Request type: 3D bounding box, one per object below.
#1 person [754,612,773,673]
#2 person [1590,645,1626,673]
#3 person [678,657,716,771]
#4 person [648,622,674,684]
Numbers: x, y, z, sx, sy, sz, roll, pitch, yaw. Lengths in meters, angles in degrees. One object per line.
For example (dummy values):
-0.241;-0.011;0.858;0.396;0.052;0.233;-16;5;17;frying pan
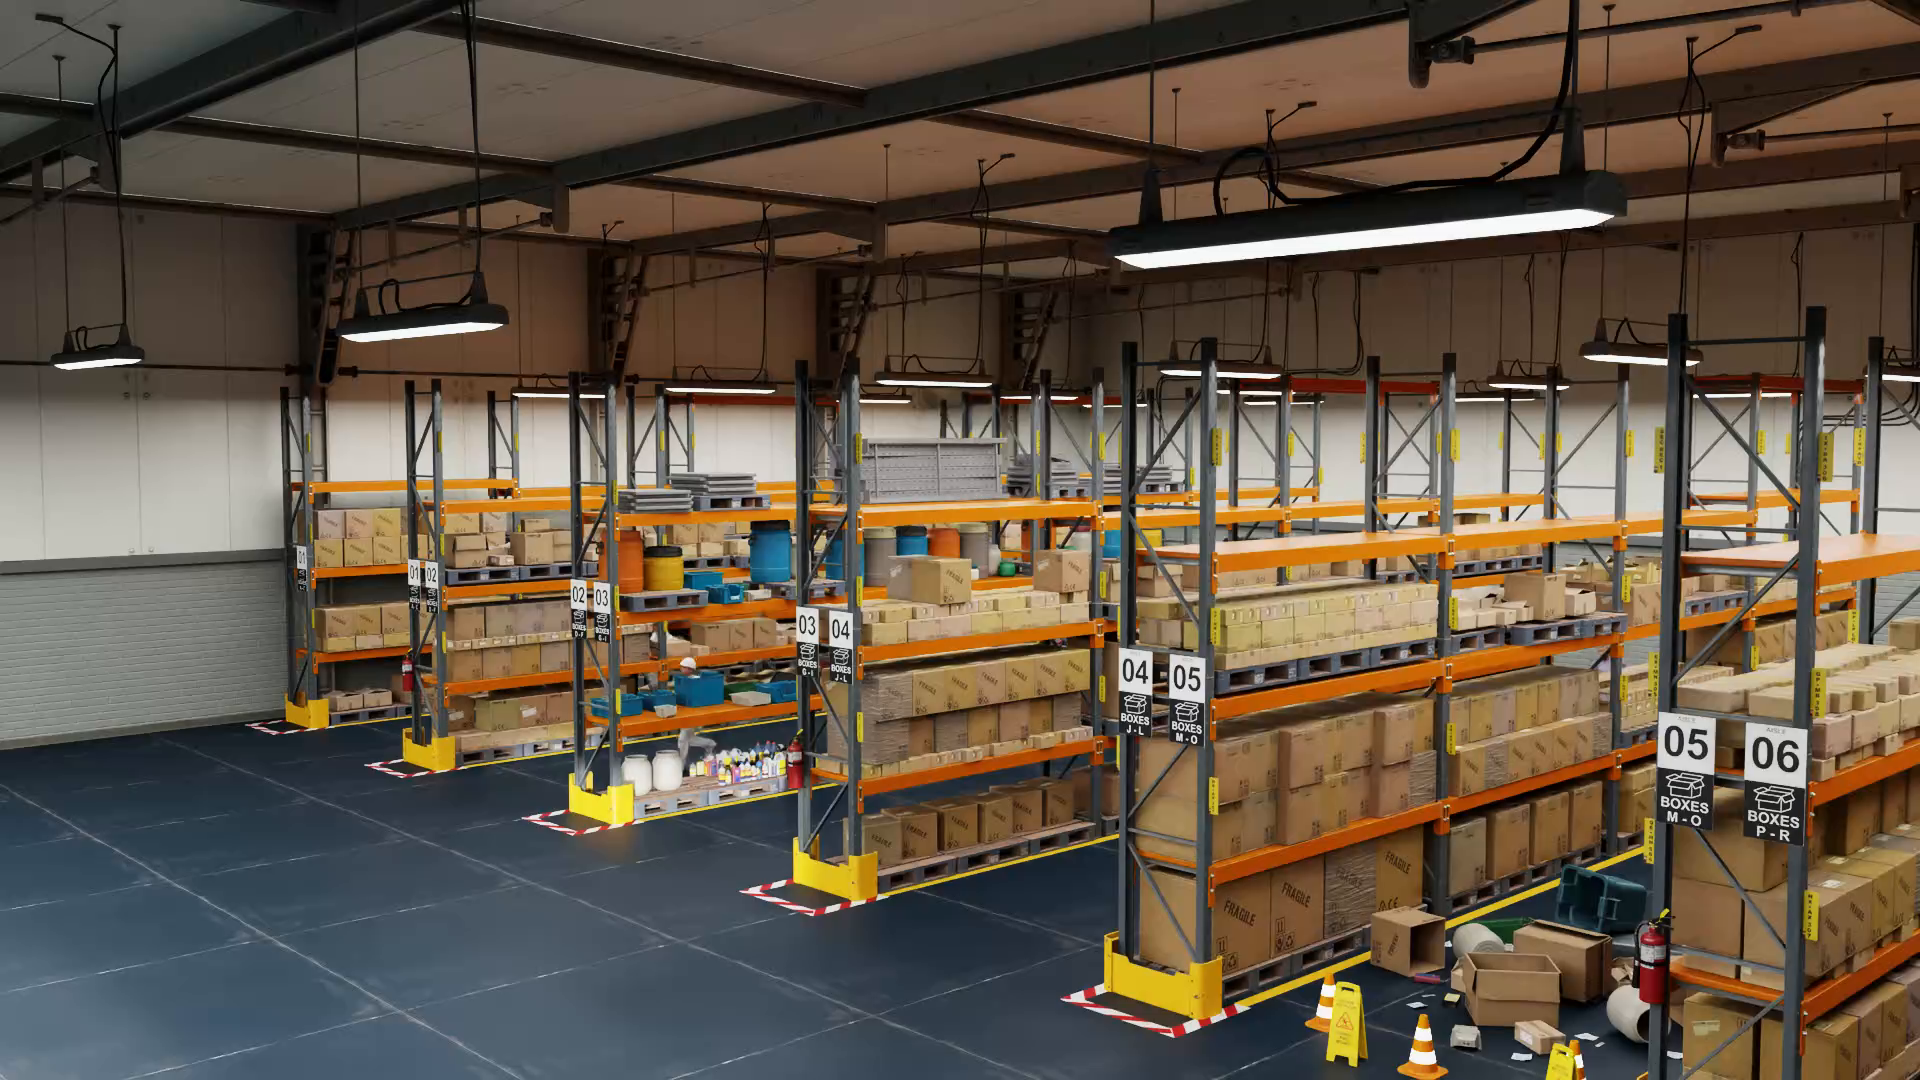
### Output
-3.965;2.176;33.655;0.621;1.742;0.880;3;5;41;person
11.111;2.580;28.372;0.765;1.551;0.641;2;4;27;person
-4.094;2.669;25.494;0.913;1.766;0.683;-4;5;-44;person
-5.560;2.325;31.135;0.672;1.760;0.644;3;4;35;person
